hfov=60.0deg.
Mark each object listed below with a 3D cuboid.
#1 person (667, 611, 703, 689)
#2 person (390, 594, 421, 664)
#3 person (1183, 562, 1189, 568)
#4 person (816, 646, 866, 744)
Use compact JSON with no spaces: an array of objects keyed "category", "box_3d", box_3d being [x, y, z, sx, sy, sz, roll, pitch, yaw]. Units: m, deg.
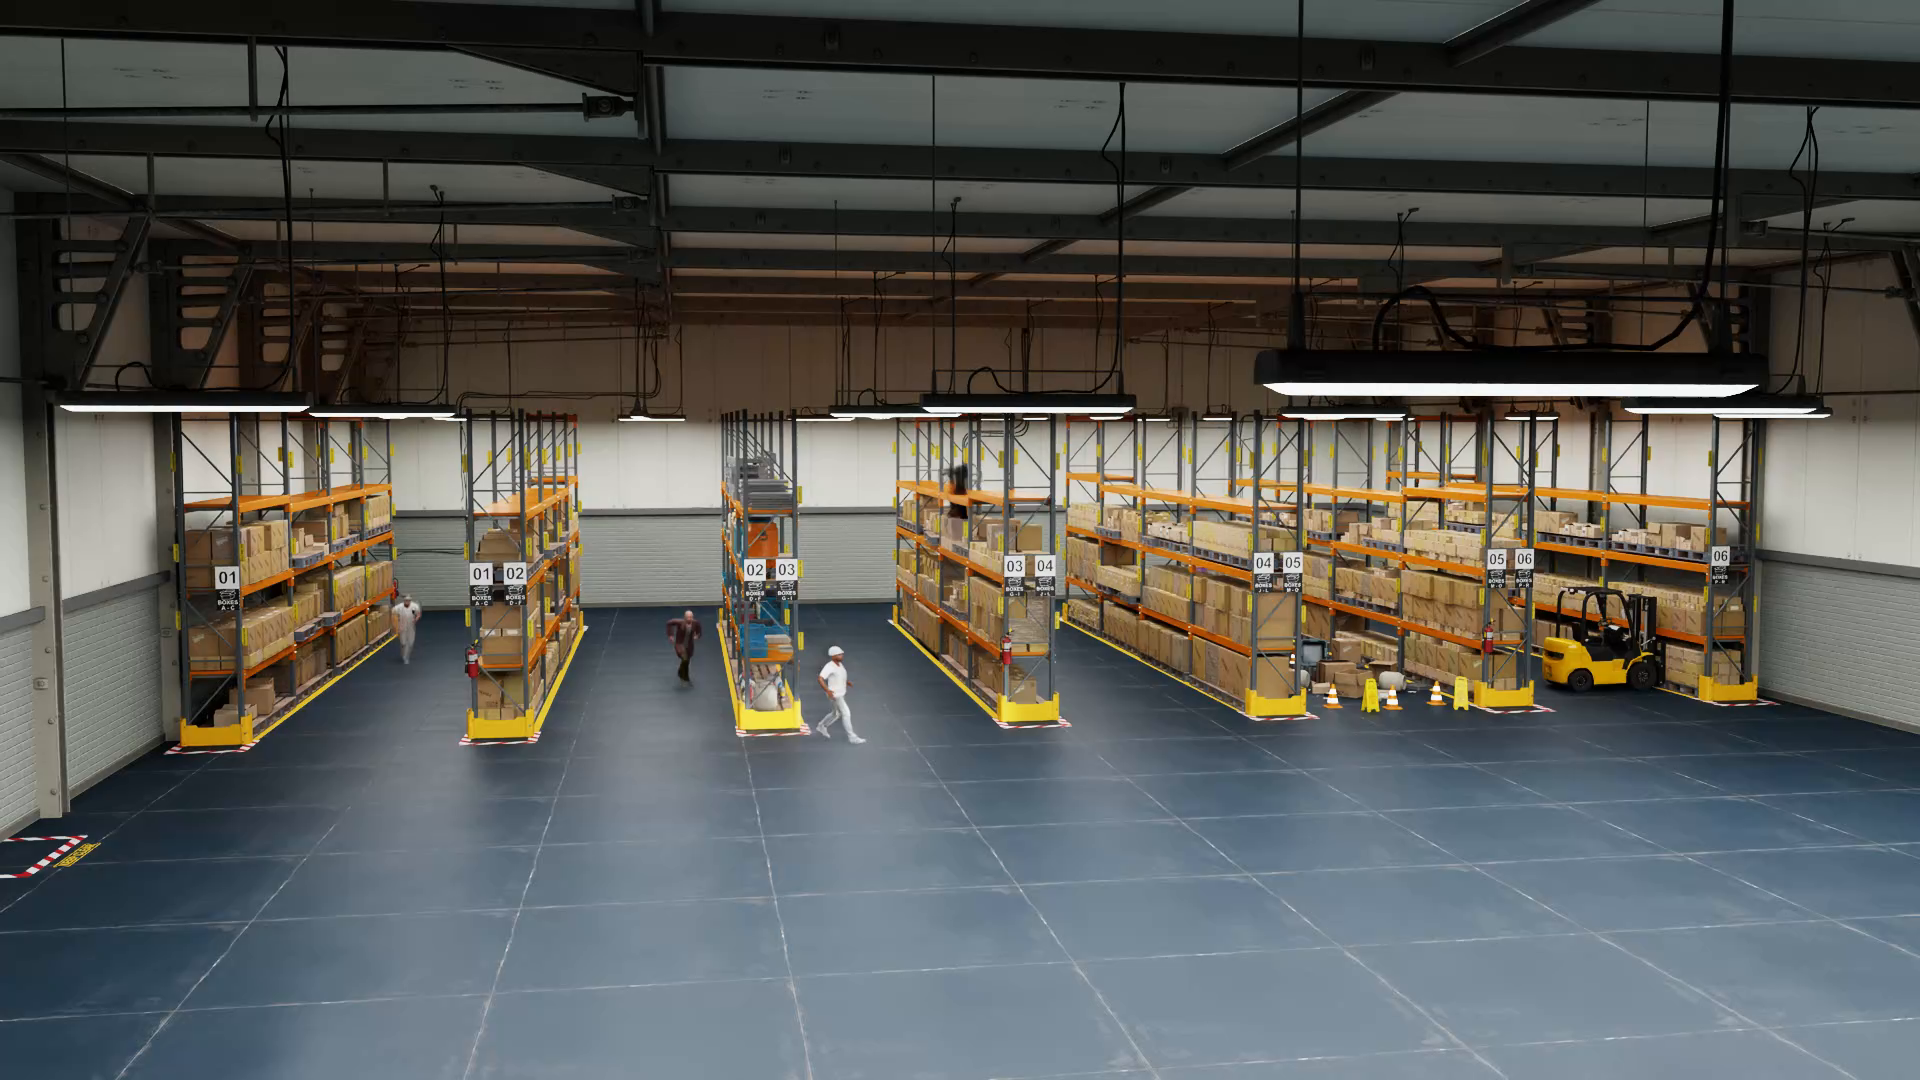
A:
[{"category":"person","box_3d":[-6.040,2.377,36.332,0.760,1.745,1.065,-2,4,-24]},{"category":"person","box_3d":[-13.207,2.125,39.667,0.665,1.698,0.745,-2,4,-27]},{"category":"person","box_3d":[7.089,1.378,50.506,0.783,1.691,0.702,-1,4,-13]},{"category":"person","box_3d":[-2.180,2.759,29.657,0.974,1.741,0.758,1,4,15]}]
